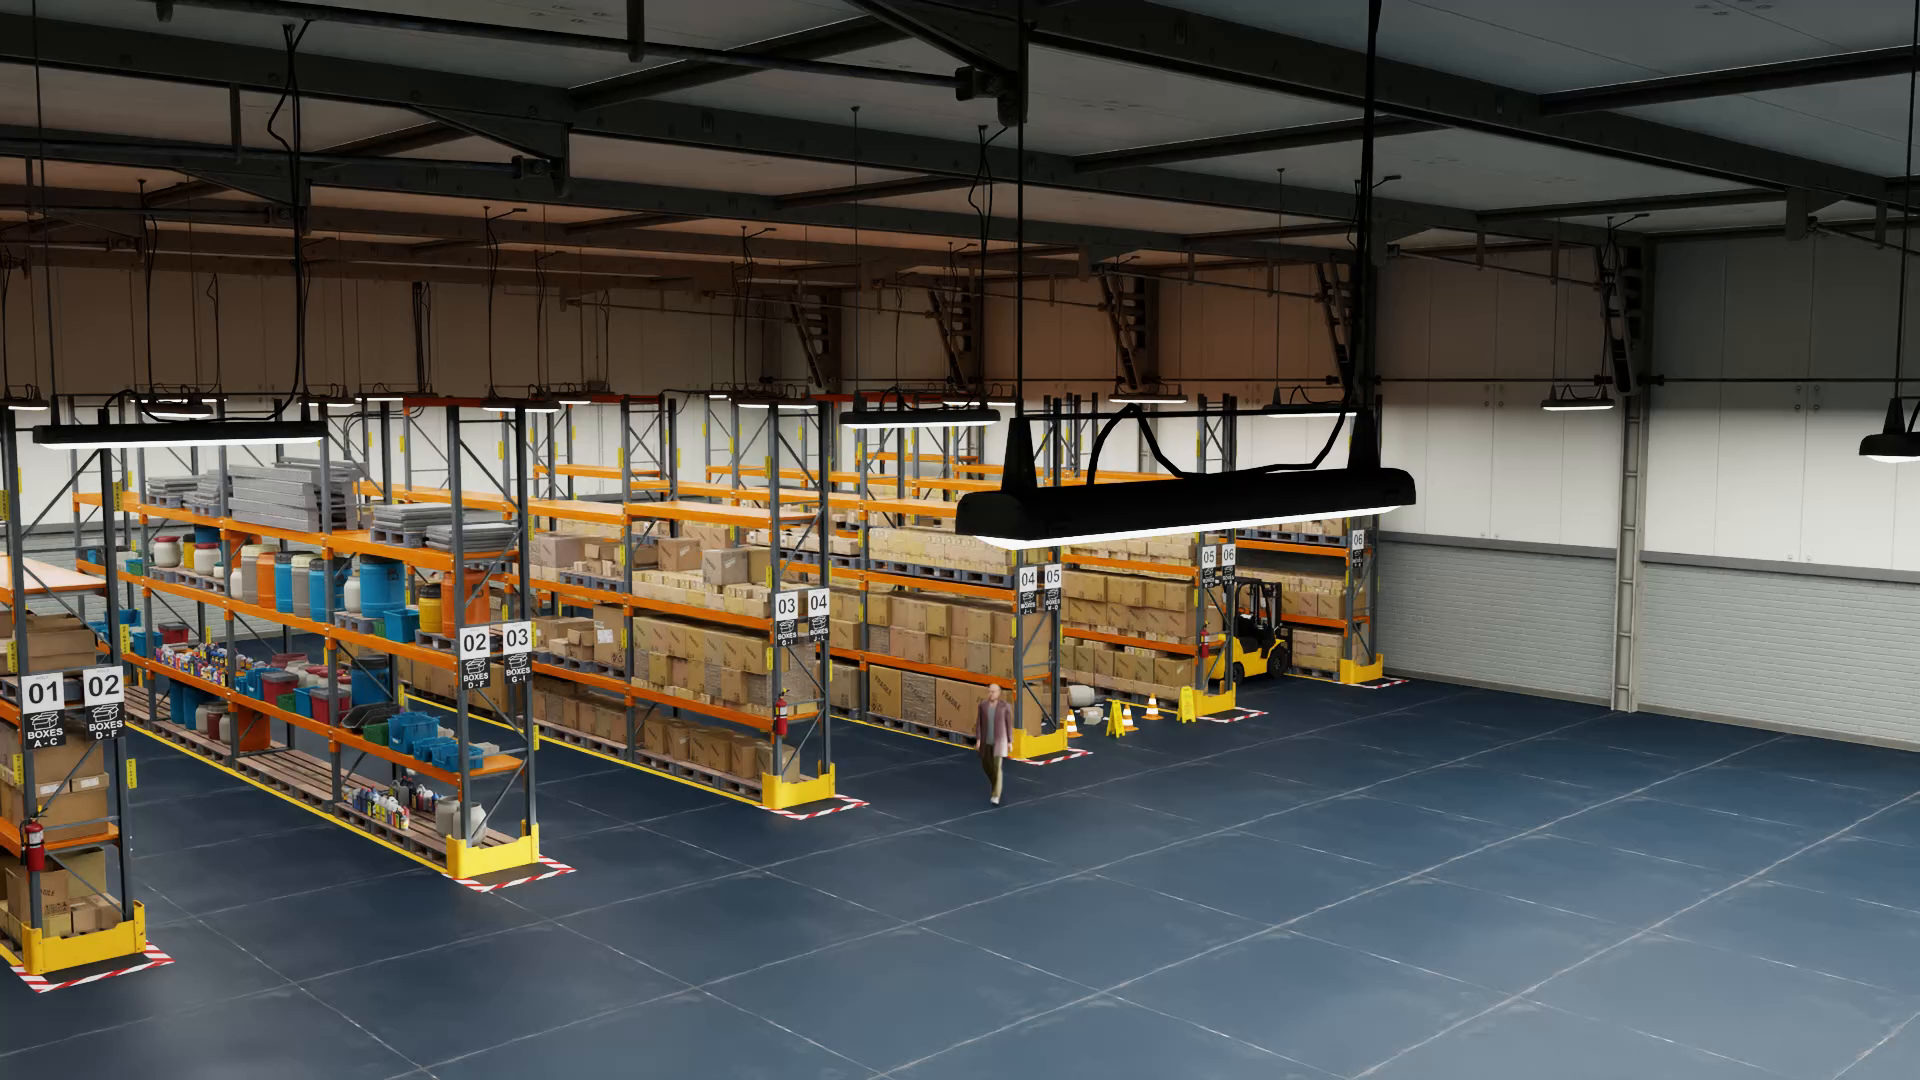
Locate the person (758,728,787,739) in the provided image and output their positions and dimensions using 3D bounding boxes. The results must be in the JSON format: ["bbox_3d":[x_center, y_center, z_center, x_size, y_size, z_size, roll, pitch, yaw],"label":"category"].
[{"bbox_3d":[-3.308,2.632,29.518,0.667,1.786,0.656,5,7,42],"label":"person"}]

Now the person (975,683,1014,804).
[{"bbox_3d":[0.526,3.028,25.061,0.576,1.759,0.927,2,6,24],"label":"person"}]

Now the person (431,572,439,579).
[{"bbox_3d":[-12.821,1.575,40.739,1.058,1.609,0.499,5,8,44],"label":"person"}]

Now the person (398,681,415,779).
[{"bbox_3d":[-8.835,2.998,26.203,0.445,1.583,0.471,-3,6,-28],"label":"person"}]
